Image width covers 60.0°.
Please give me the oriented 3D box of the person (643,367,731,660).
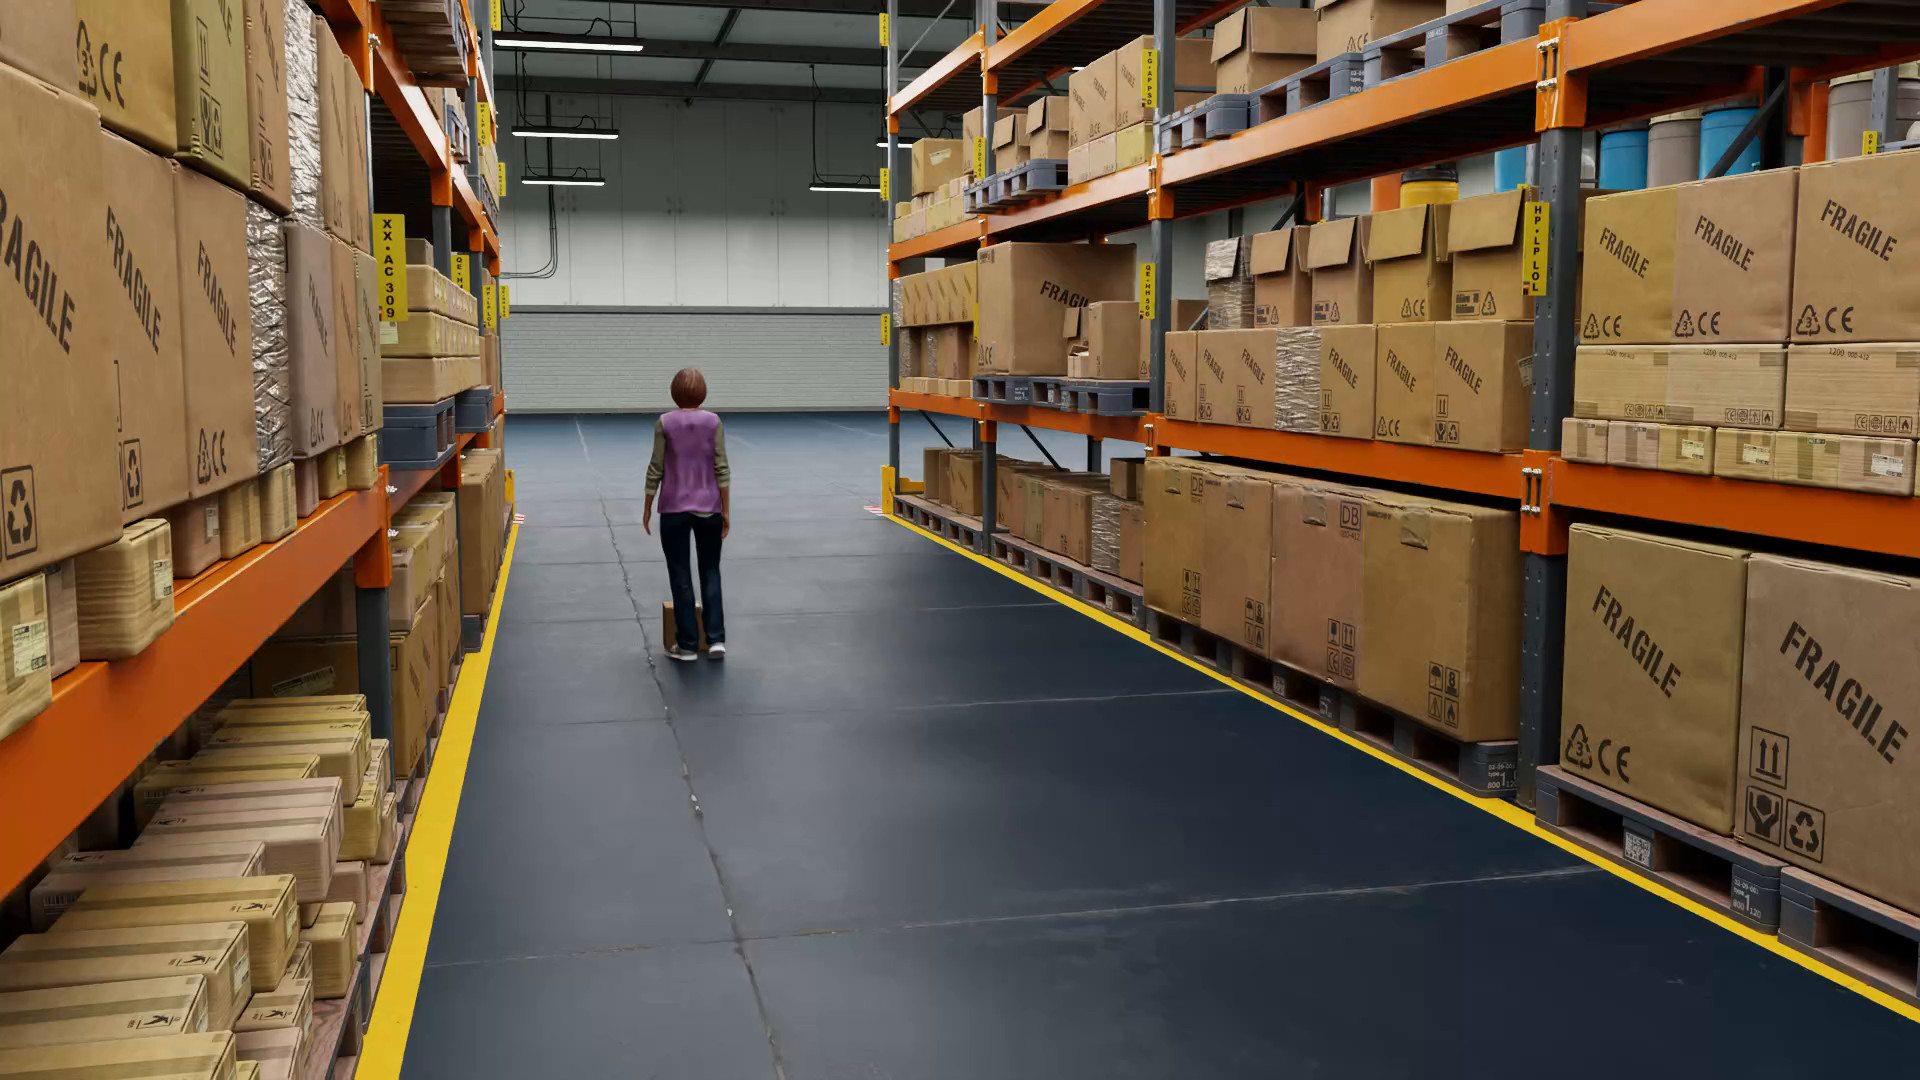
[{"bbox_3d":[-1.485,-0.093,9.041,0.453,1.611,0.370,-2,7,-21],"label":"person"}]
